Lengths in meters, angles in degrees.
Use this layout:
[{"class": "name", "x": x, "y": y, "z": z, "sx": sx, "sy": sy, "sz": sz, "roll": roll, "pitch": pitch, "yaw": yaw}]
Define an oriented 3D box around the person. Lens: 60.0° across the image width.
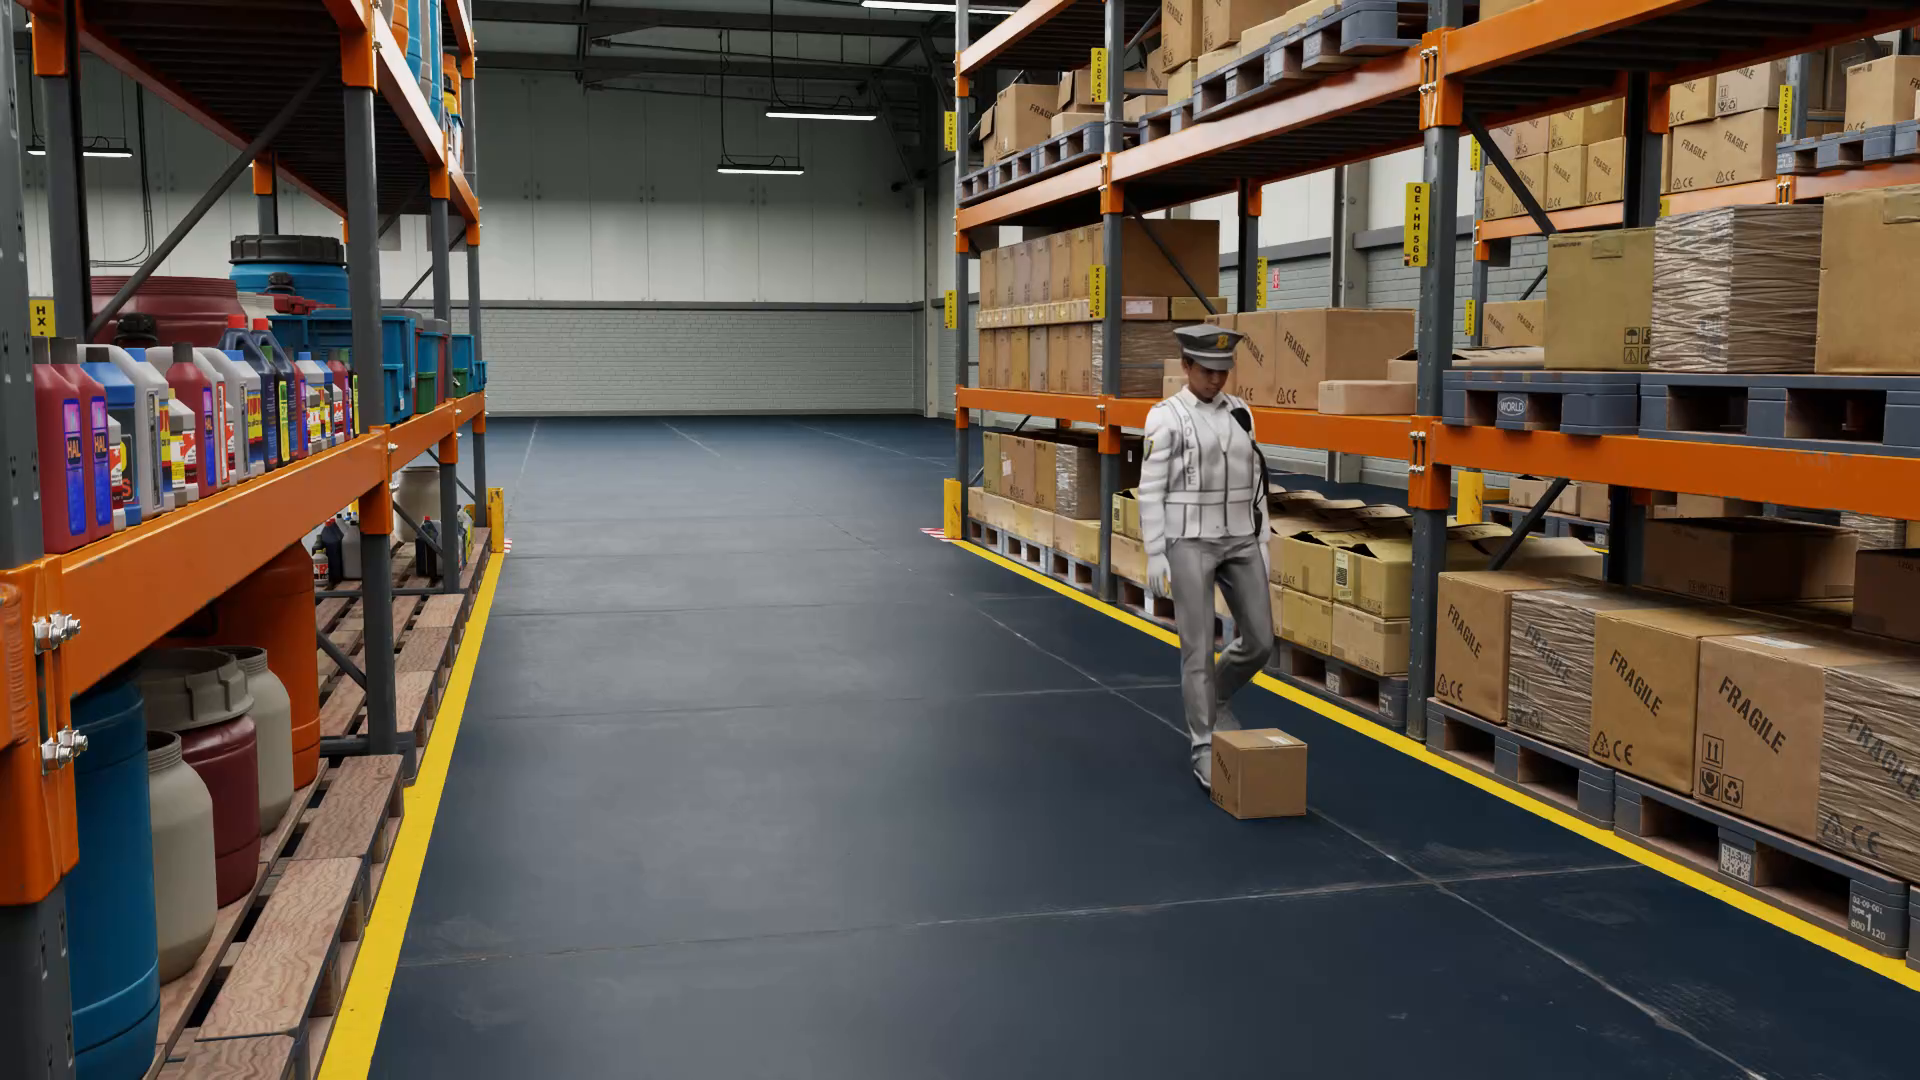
[{"class": "person", "x": 0.937, "y": 0.039, "z": 6.120, "sx": 0.522, "sy": 1.652, "sz": 0.644, "roll": -2, "pitch": 7, "yaw": -21}]
